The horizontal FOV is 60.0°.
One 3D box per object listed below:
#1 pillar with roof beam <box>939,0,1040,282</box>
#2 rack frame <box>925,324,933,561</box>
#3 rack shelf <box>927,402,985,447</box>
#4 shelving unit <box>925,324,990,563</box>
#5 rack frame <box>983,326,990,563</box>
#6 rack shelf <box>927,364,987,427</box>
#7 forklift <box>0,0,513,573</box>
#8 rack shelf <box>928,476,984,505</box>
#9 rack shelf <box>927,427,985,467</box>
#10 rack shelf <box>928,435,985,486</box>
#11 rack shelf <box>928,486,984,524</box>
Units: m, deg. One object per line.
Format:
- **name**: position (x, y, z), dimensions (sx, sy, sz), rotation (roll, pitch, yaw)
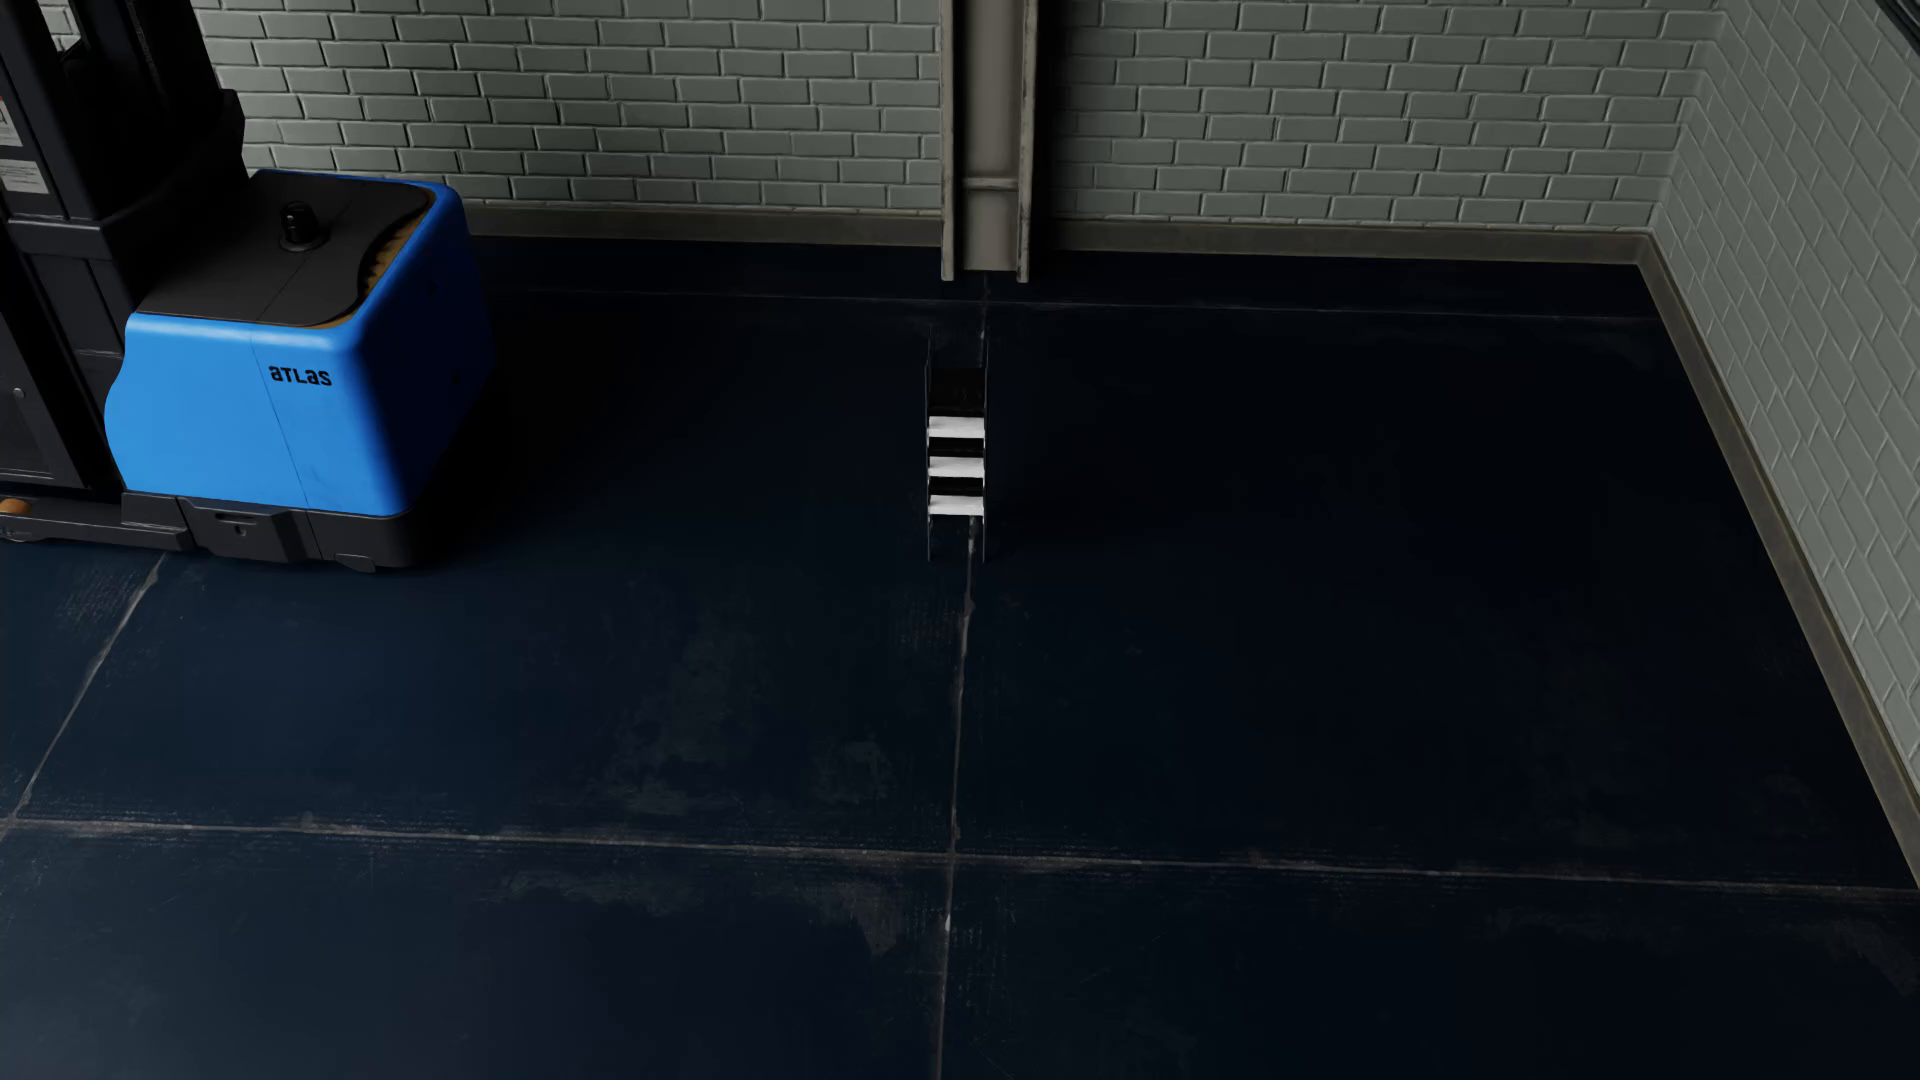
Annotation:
- **pillar with roof beam**: position (-0.071, -1.634, 1.402), dimensions (0.400, 9.000, 9.100), rotation (2, 43, 2)
- **rack frame**: position (-0.110, -0.333, 5.947), dimensions (0.006, 0.900, 0.240), rotation (2, 43, 2)
- **rack shelf**: position (-0.008, -0.437, 5.844), dimensions (0.200, 0.077, 0.258), rotation (2, 43, 2)
- **shelving unit**: position (-0.008, -0.330, 5.944), dimensions (0.210, 0.900, 0.258), rotation (2, 43, 2)
- **rack frame**: position (0.093, -0.326, 5.940), dimensions (0.006, 0.900, 0.240), rotation (2, 43, 2)
- **rack shelf**: position (-0.008, -0.503, 5.782), dimensions (0.200, 0.077, 0.258), rotation (2, 43, 2)
- **forklift**: position (-3.368, -1.415, 5.619), dimensions (3.031, 2.935, 1.130), rotation (6, 43, 6)
- **rack shelf**: position (-0.008, -0.239, 6.028), dimensions (0.200, 0.077, 0.258), rotation (2, 43, 2)
- **rack shelf**: position (-0.008, -0.371, 5.905), dimensions (0.200, 0.077, 0.258), rotation (2, 43, 2)
- **rack shelf**: position (-0.008, -0.305, 5.966), dimensions (0.200, 0.077, 0.258), rotation (2, 43, 2)
- **rack shelf**: position (-0.008, -0.173, 6.089), dimensions (0.200, 0.077, 0.258), rotation (2, 43, 2)
